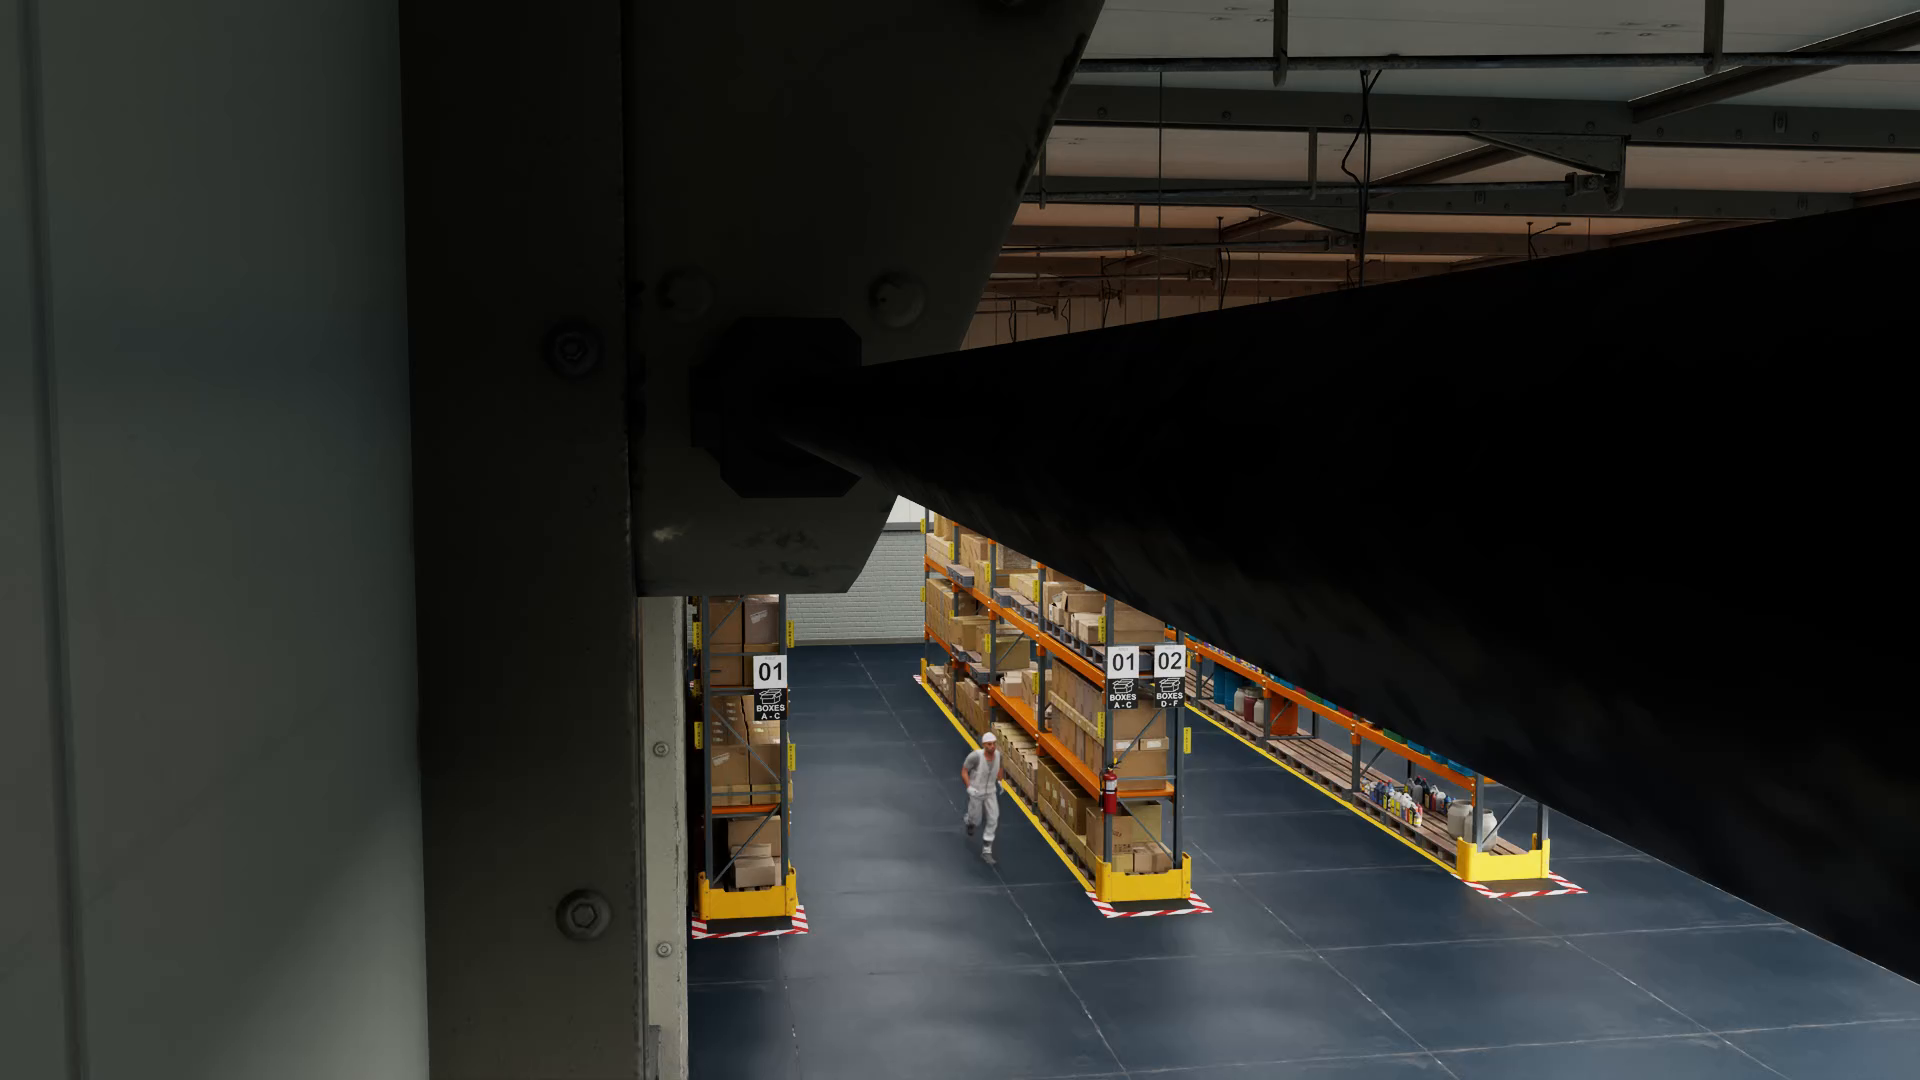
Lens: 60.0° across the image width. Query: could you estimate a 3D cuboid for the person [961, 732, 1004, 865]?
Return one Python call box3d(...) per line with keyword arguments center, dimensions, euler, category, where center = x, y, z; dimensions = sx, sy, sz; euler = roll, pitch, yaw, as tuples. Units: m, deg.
box3d(center=(0.301, 3.471, 22.768), dimensions=(0.659, 1.766, 0.986), euler=(-2, 5, -21), category="person")
